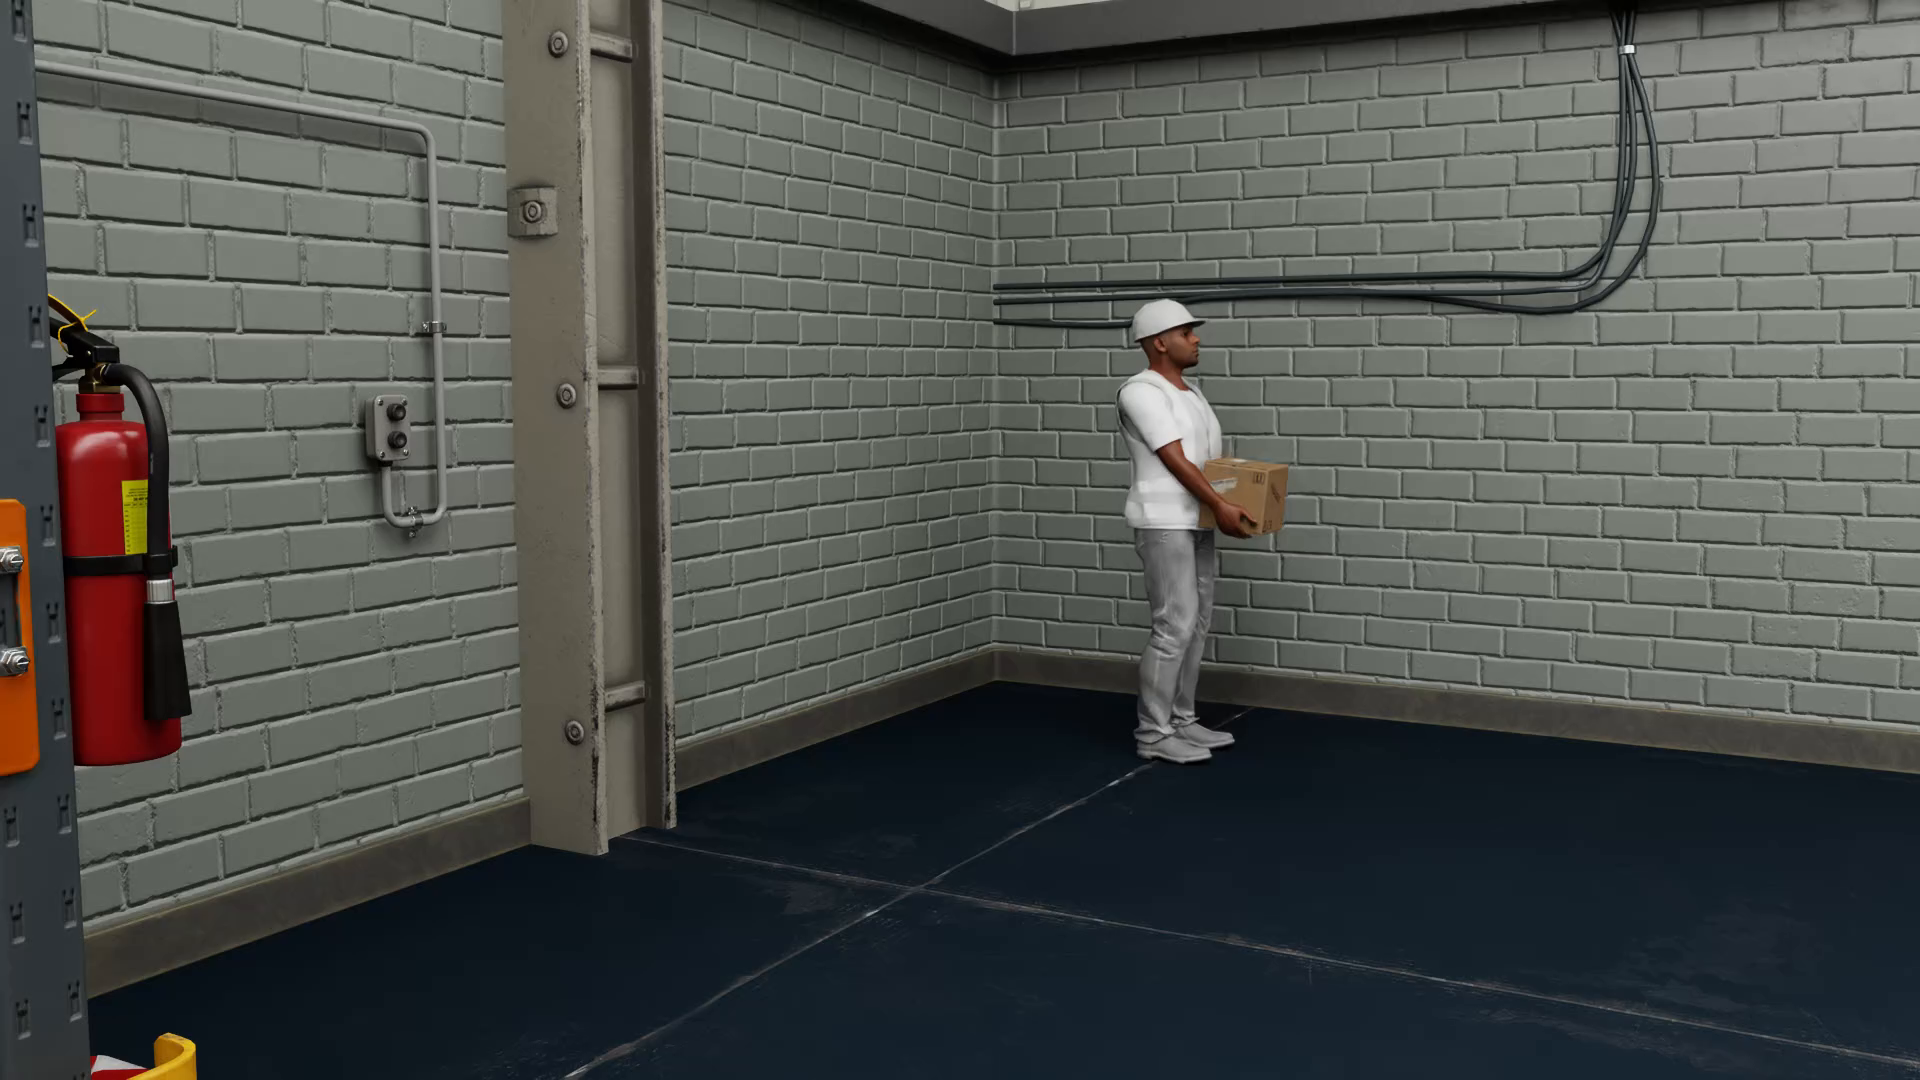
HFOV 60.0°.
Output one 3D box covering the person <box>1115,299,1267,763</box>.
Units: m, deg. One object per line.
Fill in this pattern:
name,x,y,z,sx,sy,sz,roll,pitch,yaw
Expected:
person,0.920,-0.041,6.425,0.575,1.767,0.510,3,7,28
